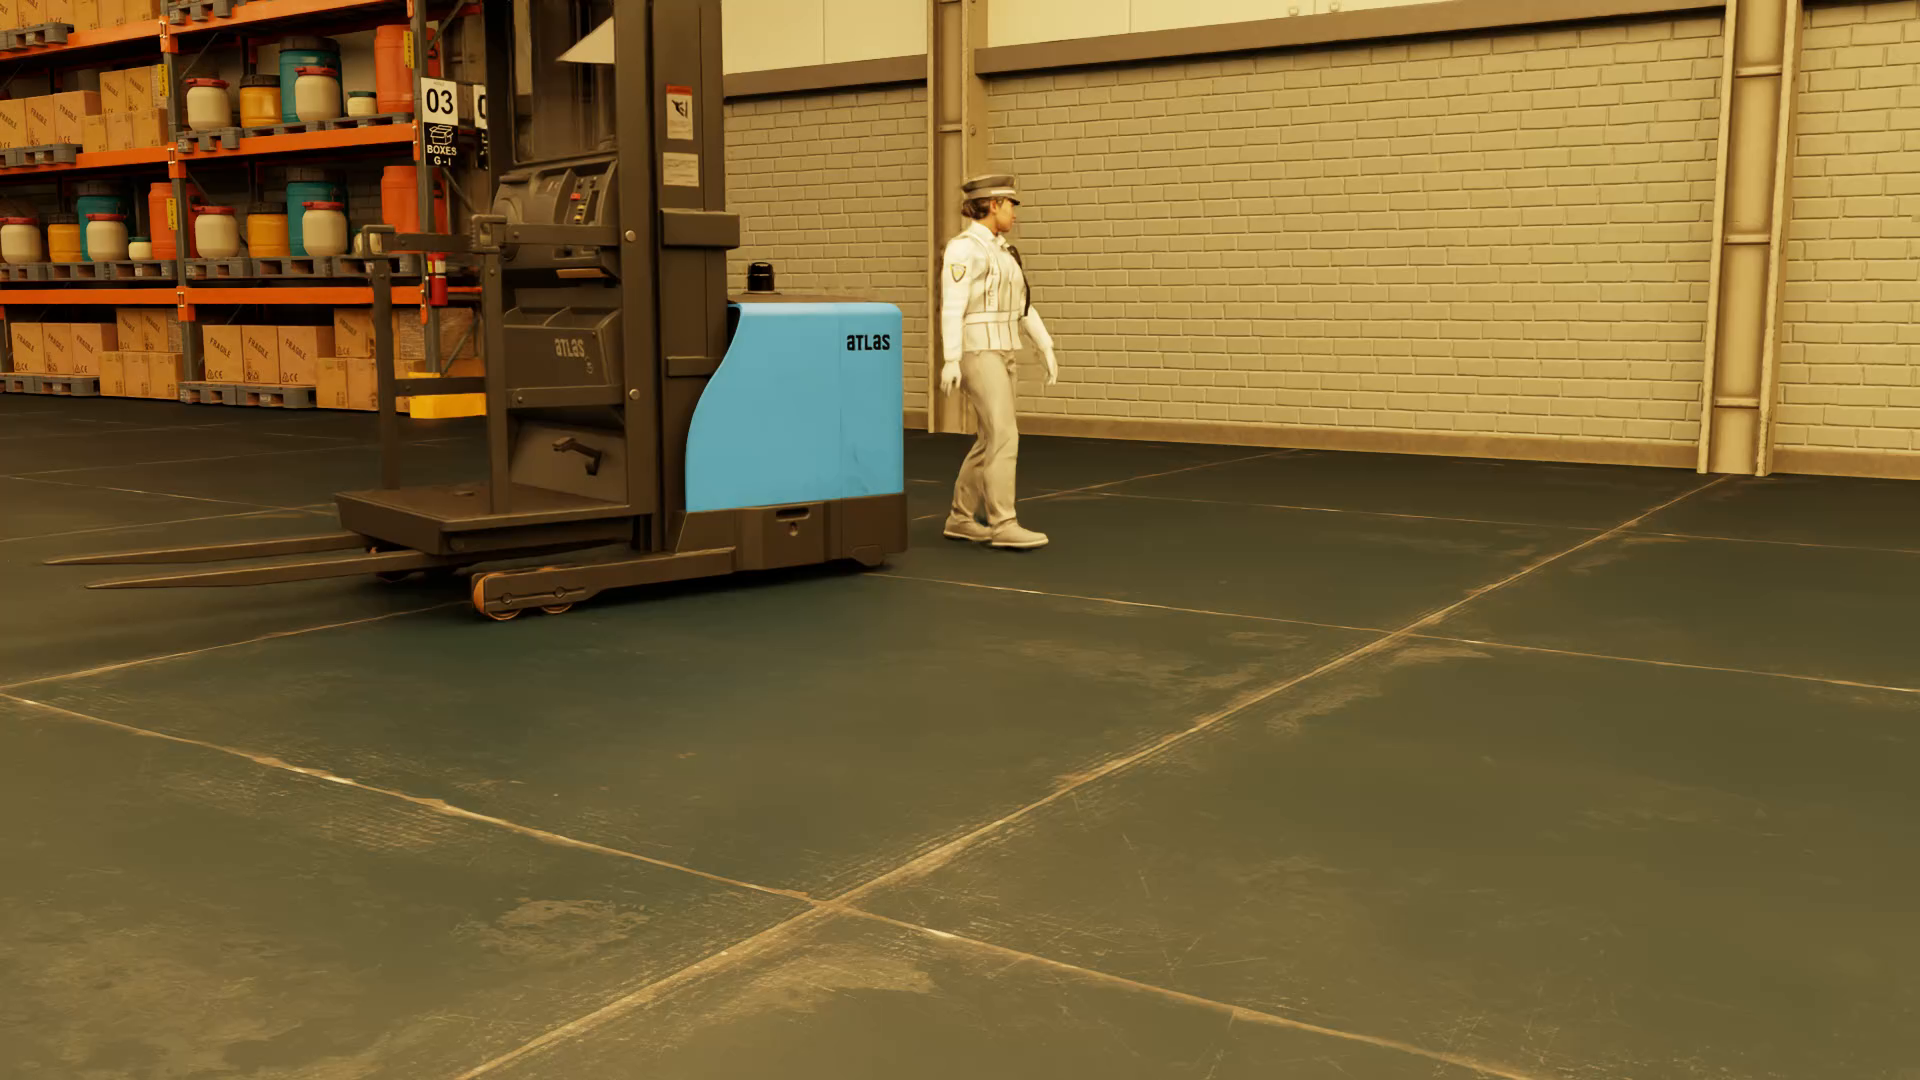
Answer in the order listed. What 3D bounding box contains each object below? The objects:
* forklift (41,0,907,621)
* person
[{"bbox_3d":[-1.674,-1.259,6.046,3.031,2.935,1.130,-7,10,-39],"label":"forklift"},{"bbox_3d":[0.189,-0.799,7.411,0.609,1.643,0.615,4,9,25],"label":"person"}]
